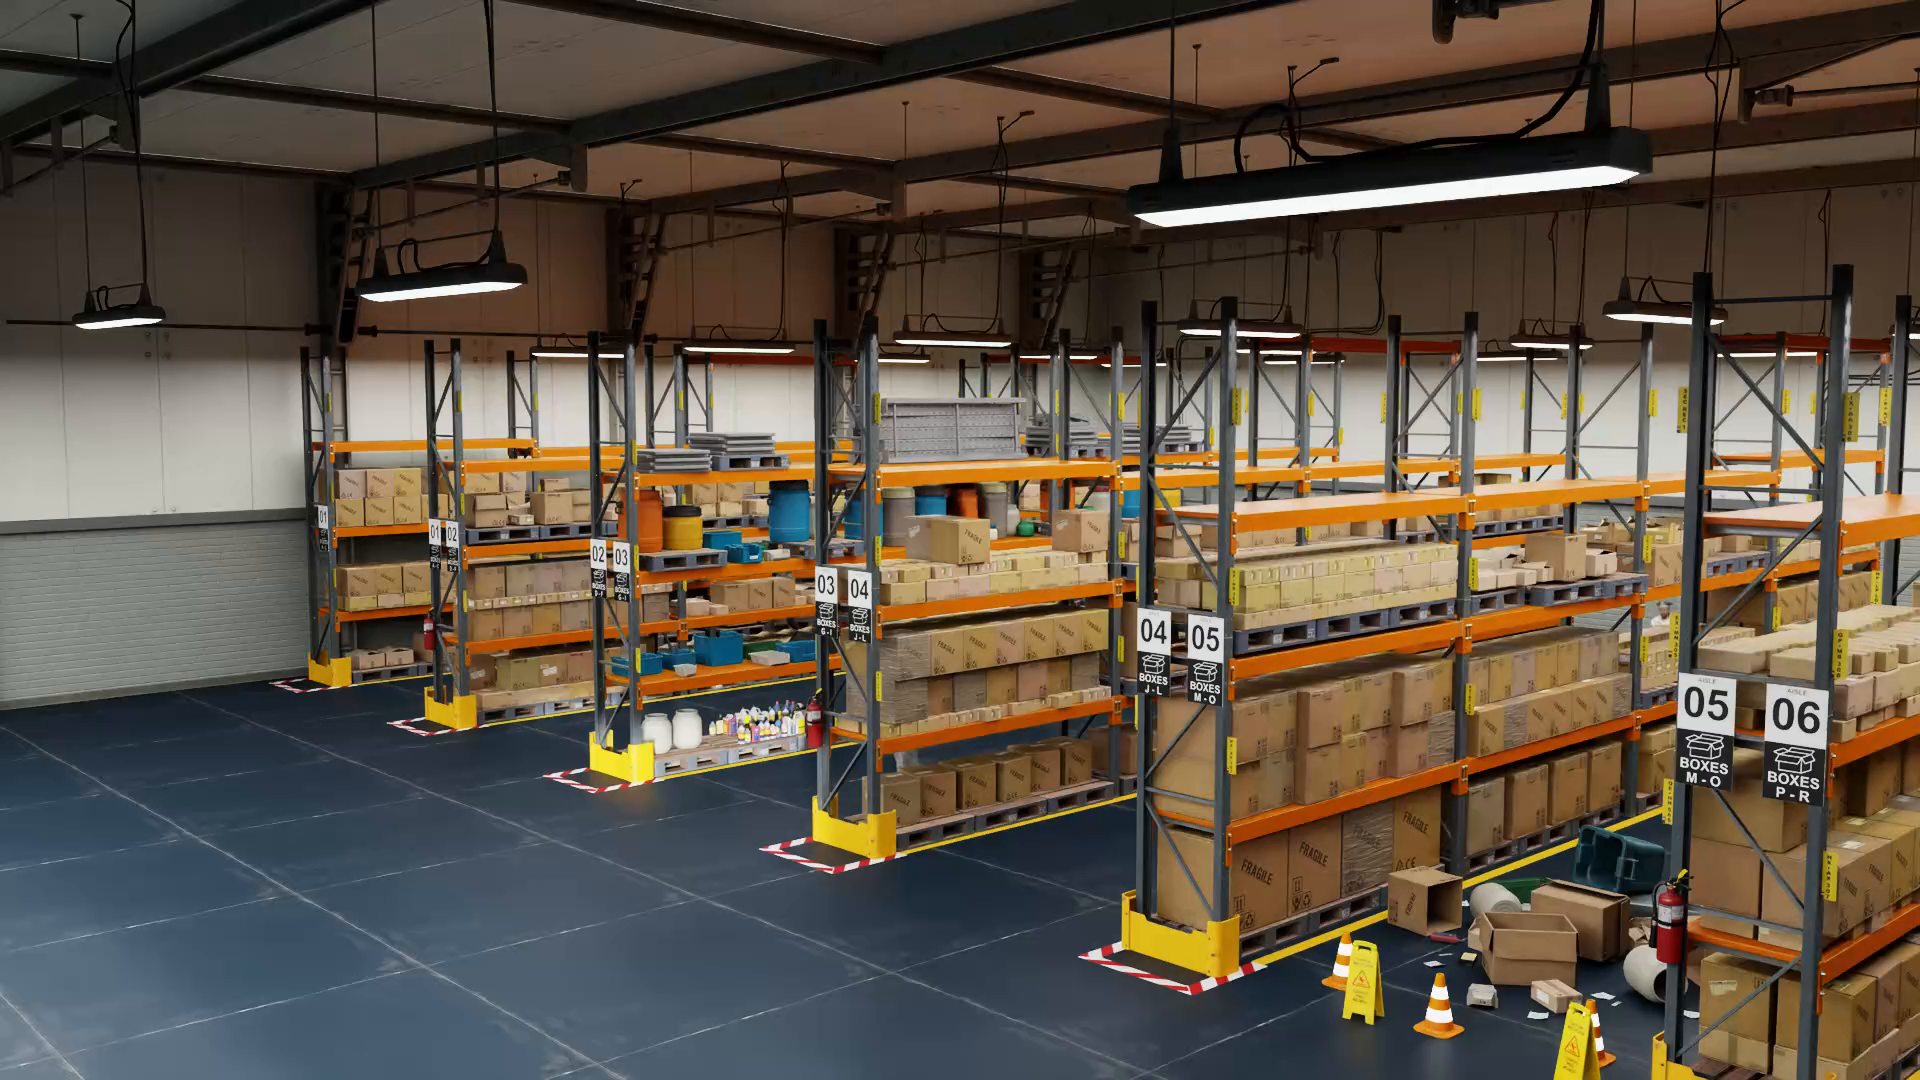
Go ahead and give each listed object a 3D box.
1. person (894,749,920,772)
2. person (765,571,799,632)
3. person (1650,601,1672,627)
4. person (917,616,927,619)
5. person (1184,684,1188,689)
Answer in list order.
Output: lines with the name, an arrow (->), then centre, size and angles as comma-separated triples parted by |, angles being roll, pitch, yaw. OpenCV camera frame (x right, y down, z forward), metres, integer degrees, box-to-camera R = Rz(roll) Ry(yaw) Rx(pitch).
person -> -0.715, 2.362, 21.701 | 0.702, 1.813, 0.383 | -5, 7, -44
person -> -3.763, 1.280, 34.842 | 0.983, 1.690, 0.749 | -5, 7, -42
person -> 11.888, 1.876, 28.071 | 0.527, 1.703, 0.504 | 2, 5, 18
person -> -0.750, 1.789, 28.376 | 1.028, 1.589, 0.628 | -4, 6, -39
person -> 2.853, 2.550, 20.632 | 0.370, 1.599, 0.507 | 2, 5, 20
